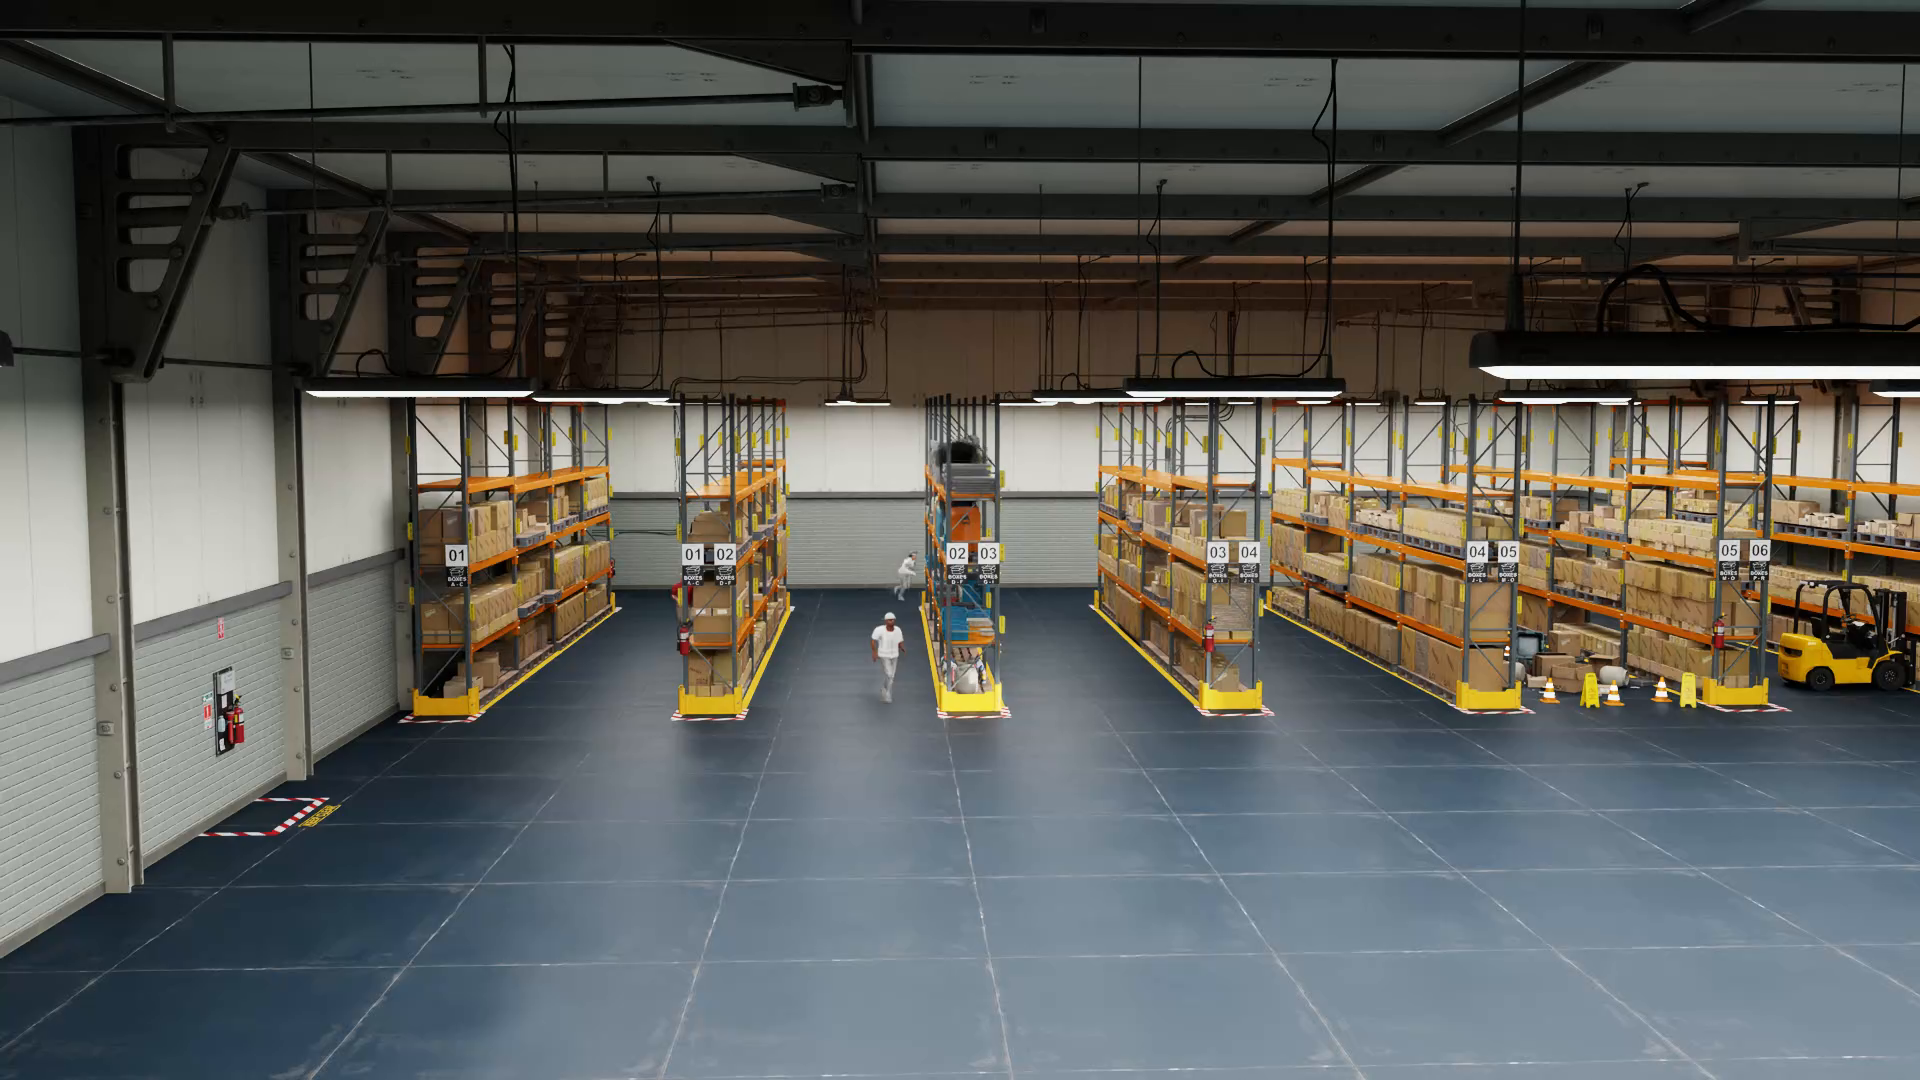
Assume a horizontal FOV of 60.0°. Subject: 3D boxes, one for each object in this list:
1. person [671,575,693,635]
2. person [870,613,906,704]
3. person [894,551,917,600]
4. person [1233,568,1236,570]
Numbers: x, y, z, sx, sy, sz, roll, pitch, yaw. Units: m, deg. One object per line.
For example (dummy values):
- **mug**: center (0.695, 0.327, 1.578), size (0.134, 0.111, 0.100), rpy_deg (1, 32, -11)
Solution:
- **person**: center (-6.869, 1.644, 41.472), size (0.666, 1.613, 0.797), rpy_deg (-1, 5, -11)
- **person**: center (-1.382, 2.301, 32.448), size (0.601, 1.790, 0.825), rpy_deg (-3, 5, -30)
- **person**: center (-1.594, 1.061, 49.798), size (0.758, 1.485, 0.643), rpy_deg (2, 5, 26)
- **person**: center (7.759, 1.132, 48.372), size (0.608, 1.543, 0.593), rpy_deg (1, 5, 7)
